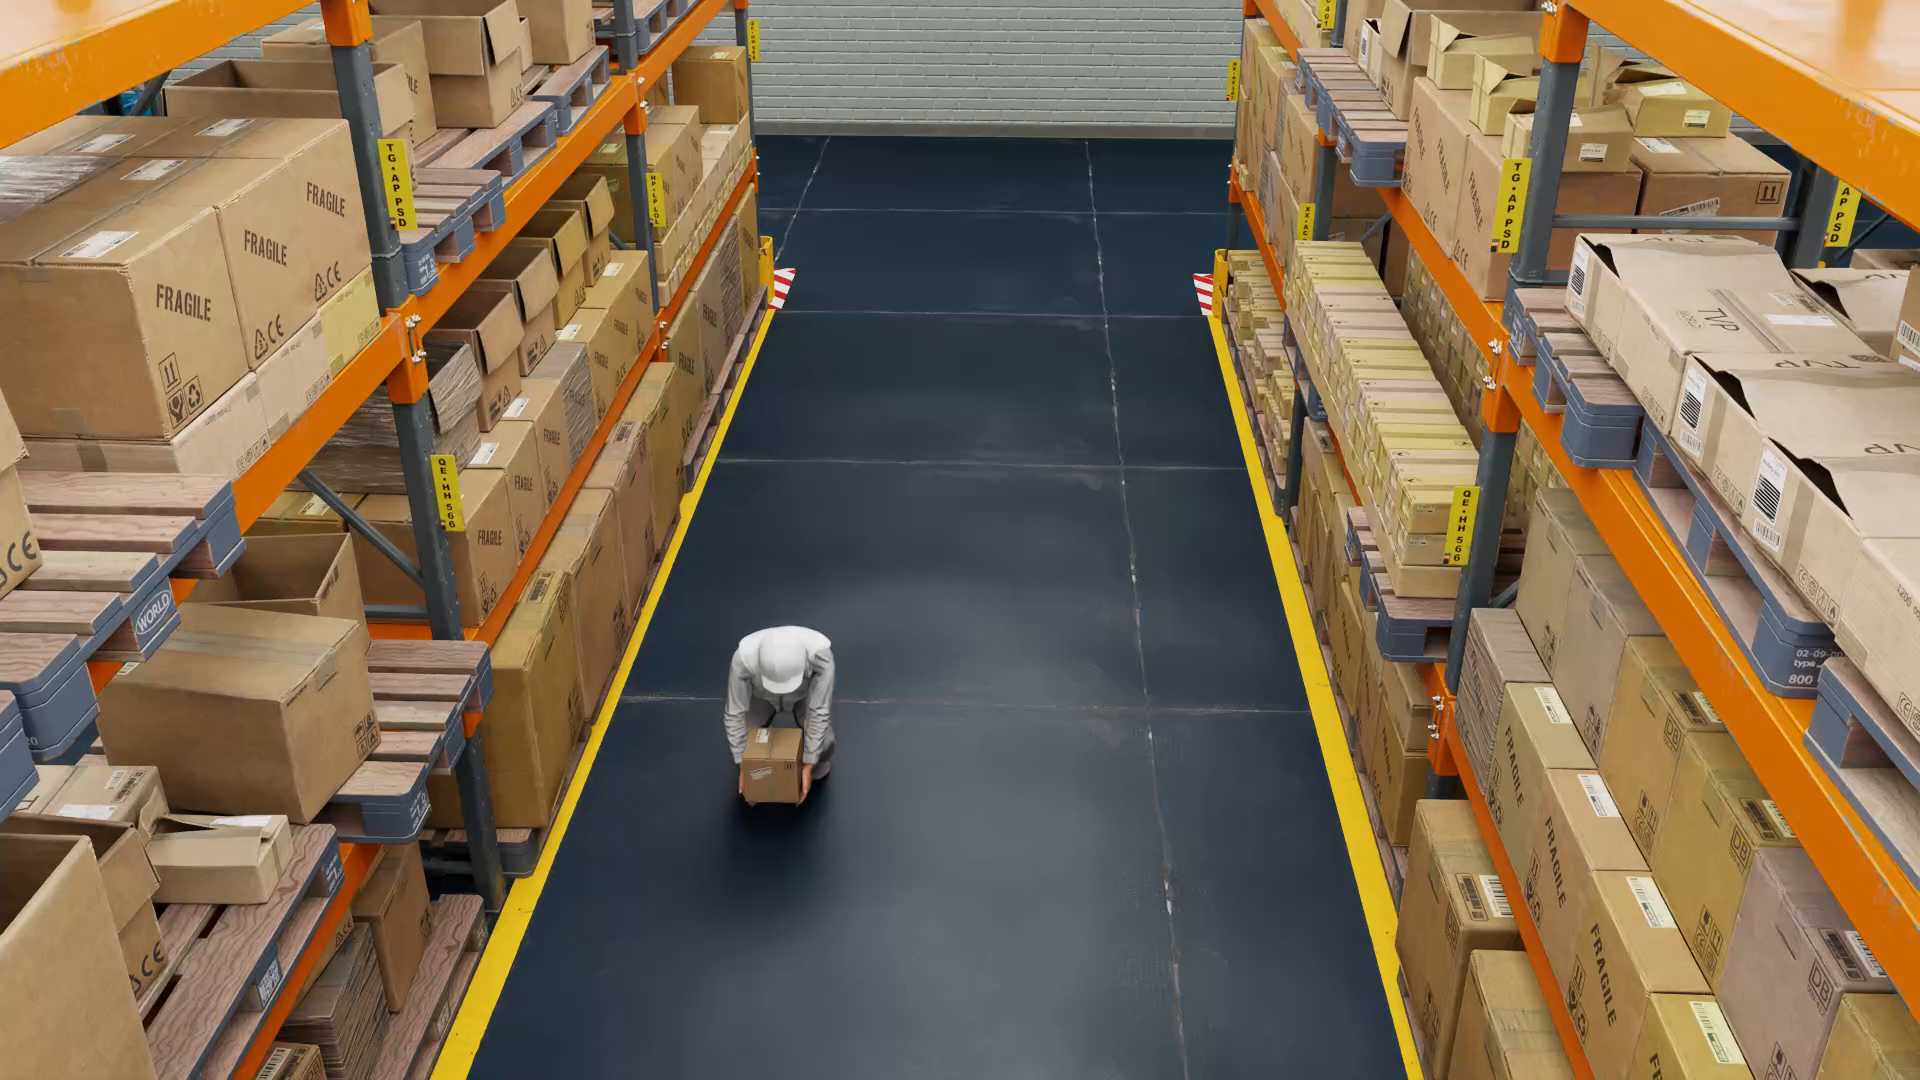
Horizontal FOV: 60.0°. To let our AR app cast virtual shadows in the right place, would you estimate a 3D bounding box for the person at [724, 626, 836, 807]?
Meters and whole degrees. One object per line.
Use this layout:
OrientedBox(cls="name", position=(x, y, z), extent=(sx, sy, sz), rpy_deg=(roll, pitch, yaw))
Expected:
OrientedBox(cls="person", position=(-0.855, 0.746, 8.012), extent=(0.529, 1.008, 0.862), rpy_deg=(1, 28, 2))
